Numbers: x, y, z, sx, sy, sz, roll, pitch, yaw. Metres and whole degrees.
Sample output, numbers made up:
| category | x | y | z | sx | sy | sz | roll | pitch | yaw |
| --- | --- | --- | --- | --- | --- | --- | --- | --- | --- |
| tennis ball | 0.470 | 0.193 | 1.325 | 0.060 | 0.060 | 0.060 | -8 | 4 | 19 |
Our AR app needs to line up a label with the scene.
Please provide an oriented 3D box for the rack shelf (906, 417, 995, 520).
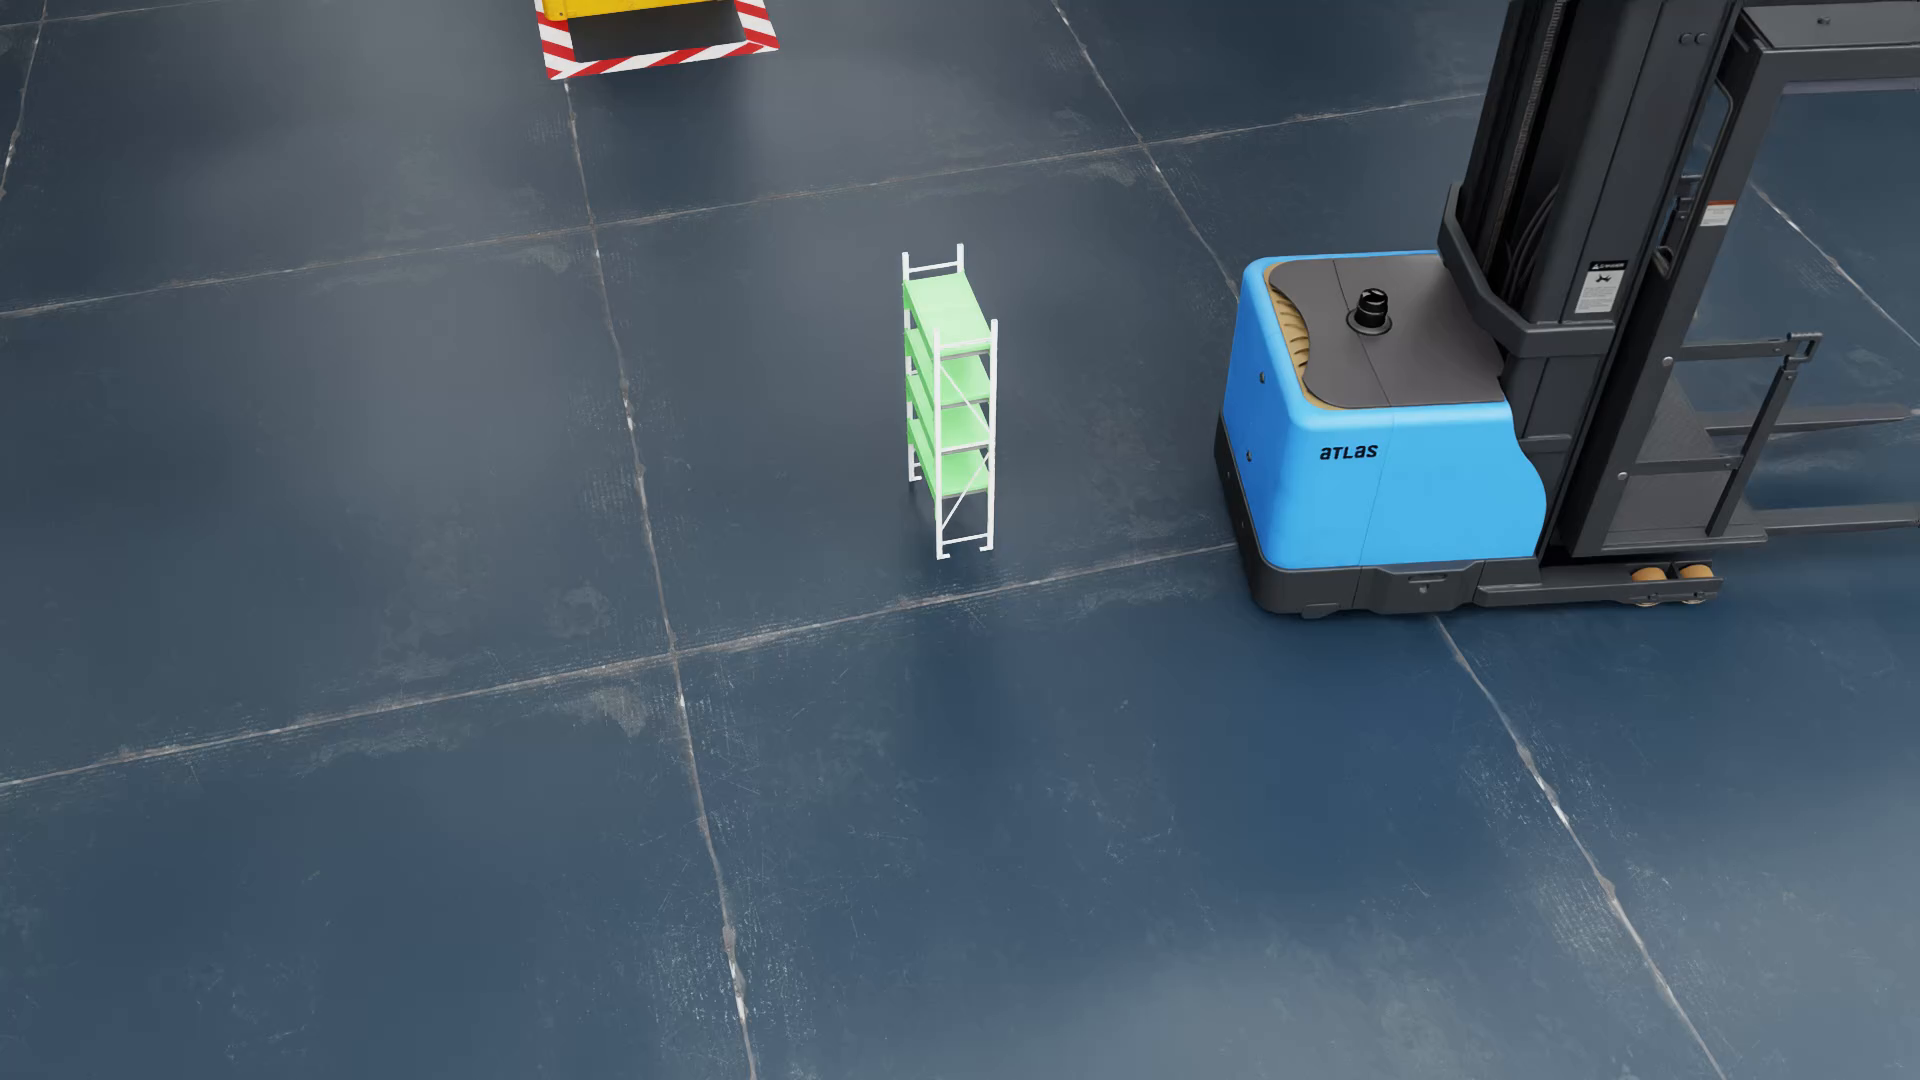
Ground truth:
| category | x | y | z | sx | sy | sz | roll | pitch | yaw |
| --- | --- | --- | --- | --- | --- | --- | --- | --- | --- |
| rack shelf | -0.042 | -0.322 | 6.901 | 0.258 | 0.148 | 0.480 | -11 | 47 | -10 |

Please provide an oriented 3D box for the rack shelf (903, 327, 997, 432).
| category | x | y | z | sx | sy | sz | roll | pitch | yaw |
| --- | --- | --- | --- | --- | --- | --- | --- | --- | --- |
| rack shelf | -0.042 | -0.658 | 6.558 | 0.258 | 0.148 | 0.480 | -11 | 47 | -10 |

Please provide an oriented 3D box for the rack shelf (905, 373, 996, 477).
| category | x | y | z | sx | sy | sz | roll | pitch | yaw |
| --- | --- | --- | --- | --- | --- | --- | --- | --- | --- |
| rack shelf | -0.042 | -0.490 | 6.730 | 0.258 | 0.148 | 0.480 | -11 | 47 | -10 |

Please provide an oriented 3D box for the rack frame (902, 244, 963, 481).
| category | x | y | z | sx | sy | sz | roll | pitch | yaw |
| --- | --- | --- | --- | --- | --- | --- | --- | --- | --- |
| rack frame | -0.105 | -0.703 | 6.849 | 0.240 | 1.200 | 0.015 | -11 | 47 | -10 |

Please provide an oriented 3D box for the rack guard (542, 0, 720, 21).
| category | x | y | z | sx | sy | sz | roll | pitch | yaw |
| --- | --- | --- | --- | --- | --- | --- | --- | --- | --- |
| rack guard | -1.987 | -3.538 | 10.118 | 1.175 | 0.500 | 0.348 | -11 | 47 | -10 |

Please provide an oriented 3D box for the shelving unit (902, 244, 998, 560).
| category | x | y | z | sx | sy | sz | roll | pitch | yaw |
| --- | --- | --- | --- | --- | --- | --- | --- | --- | --- |
| shelving unit | -0.042 | -0.534 | 6.684 | 0.258 | 1.200 | 0.503 | -11 | 47 | -10 |

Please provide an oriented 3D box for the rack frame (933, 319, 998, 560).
| category | x | y | z | sx | sy | sz | roll | pitch | yaw |
| --- | --- | --- | --- | --- | --- | --- | --- | --- | --- |
| rack frame | 0.020 | -0.366 | 6.519 | 0.240 | 1.200 | 0.015 | -11 | 47 | -10 |

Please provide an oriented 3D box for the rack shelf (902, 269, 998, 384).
| category | x | y | z | sx | sy | sz | roll | pitch | yaw |
| --- | --- | --- | --- | --- | --- | --- | --- | --- | --- |
| rack shelf | -0.042 | -0.825 | 6.387 | 0.258 | 0.148 | 0.480 | -11 | 47 | -10 |

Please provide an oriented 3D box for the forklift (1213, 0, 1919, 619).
| category | x | y | z | sx | sy | sz | roll | pitch | yaw |
| --- | --- | --- | --- | --- | --- | --- | --- | --- | --- |
| forklift | 2.651 | -1.133 | 6.059 | 3.031 | 2.935 | 1.130 | -3 | 46 | -3 |
